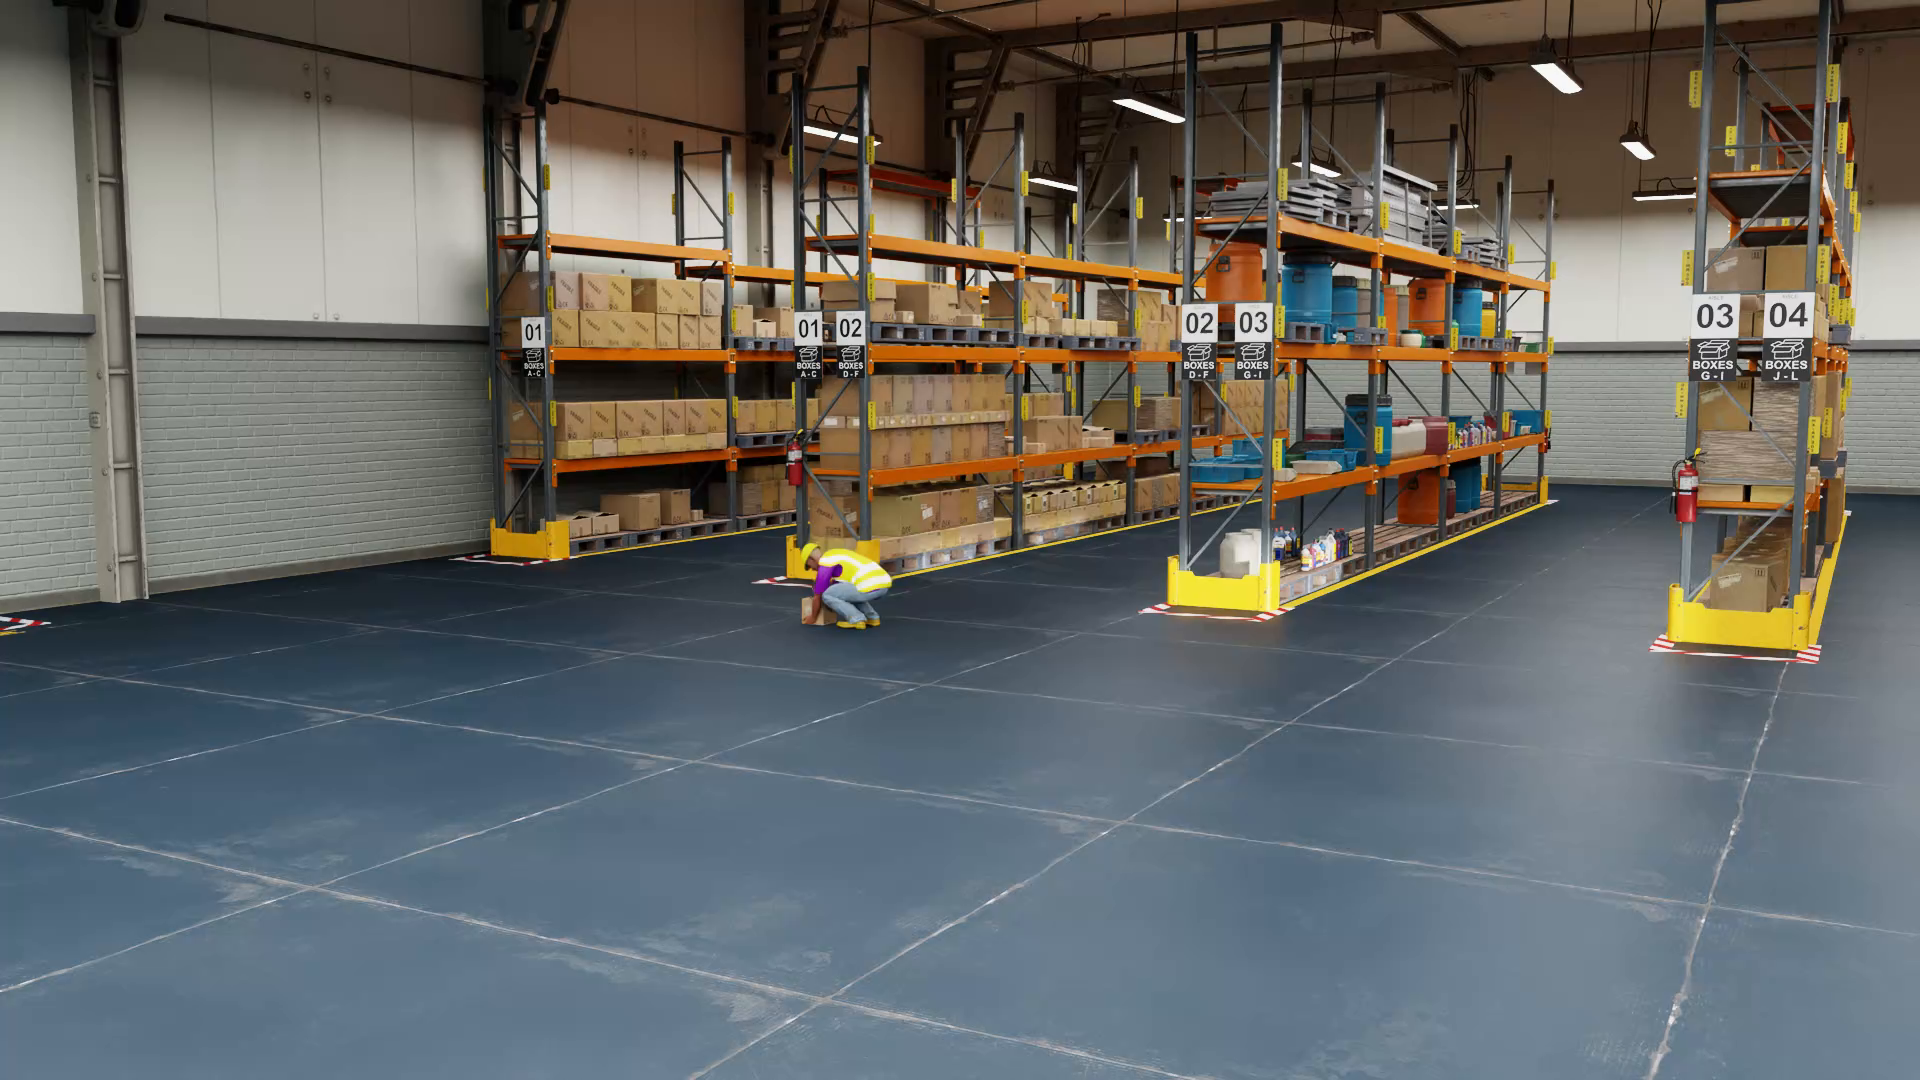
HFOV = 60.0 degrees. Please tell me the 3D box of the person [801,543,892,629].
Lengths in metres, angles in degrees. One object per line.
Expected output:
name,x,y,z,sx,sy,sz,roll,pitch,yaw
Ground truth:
person,-1.148,0.486,16.387,0.925,0.886,0.547,3,7,28
